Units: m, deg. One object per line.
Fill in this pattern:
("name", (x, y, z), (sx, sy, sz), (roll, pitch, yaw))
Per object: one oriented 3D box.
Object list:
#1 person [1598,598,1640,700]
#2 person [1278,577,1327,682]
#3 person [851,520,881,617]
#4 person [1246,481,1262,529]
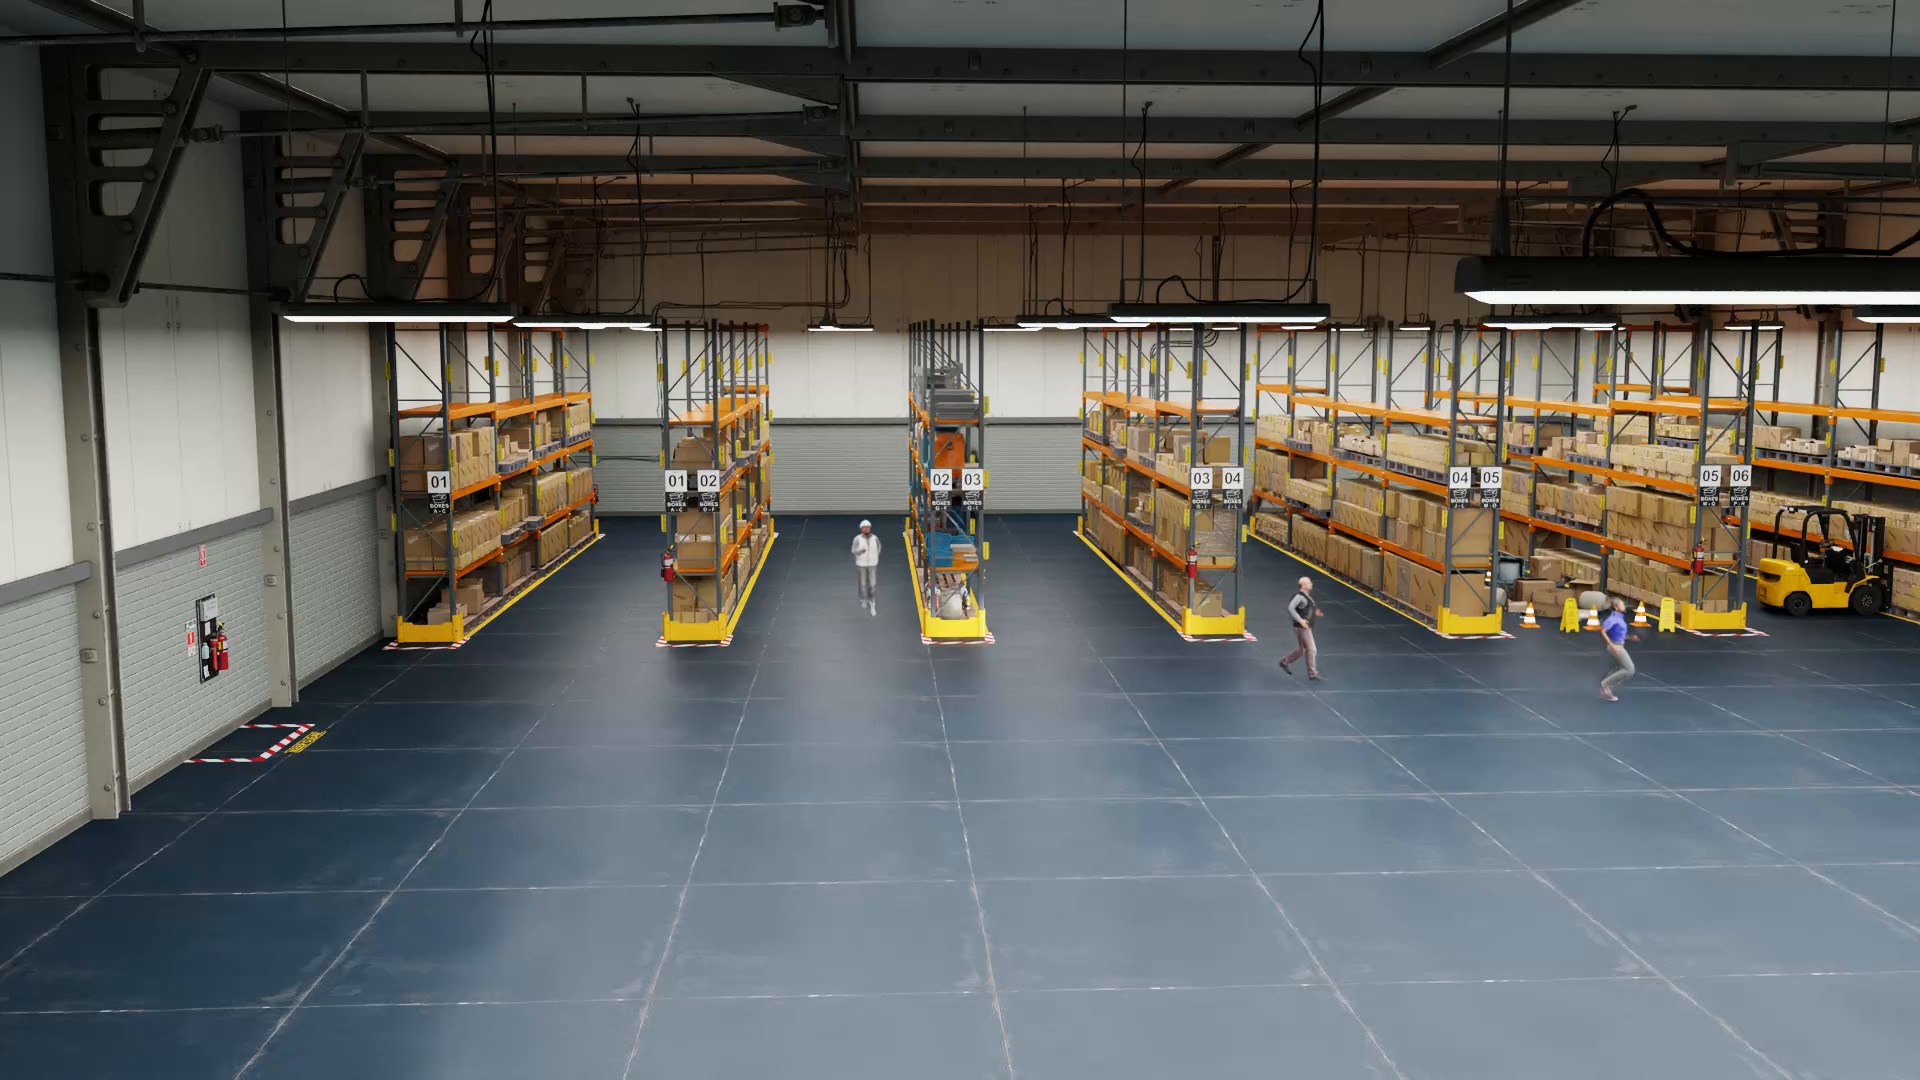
("person", (10.303, 1.722, 25.968), (0.576, 1.603, 0.560), (3, 8, 25))
("person", (5.692, 1.460, 27.559), (0.844, 1.709, 0.671), (3, 8, 22))
("person", (-1.824, 0.549, 32.688), (0.637, 1.880, 0.701), (-1, 7, -12))
("person", (8.799, -1.162, 49.036), (0.671, 1.744, 0.754), (-1, 7, -7))
